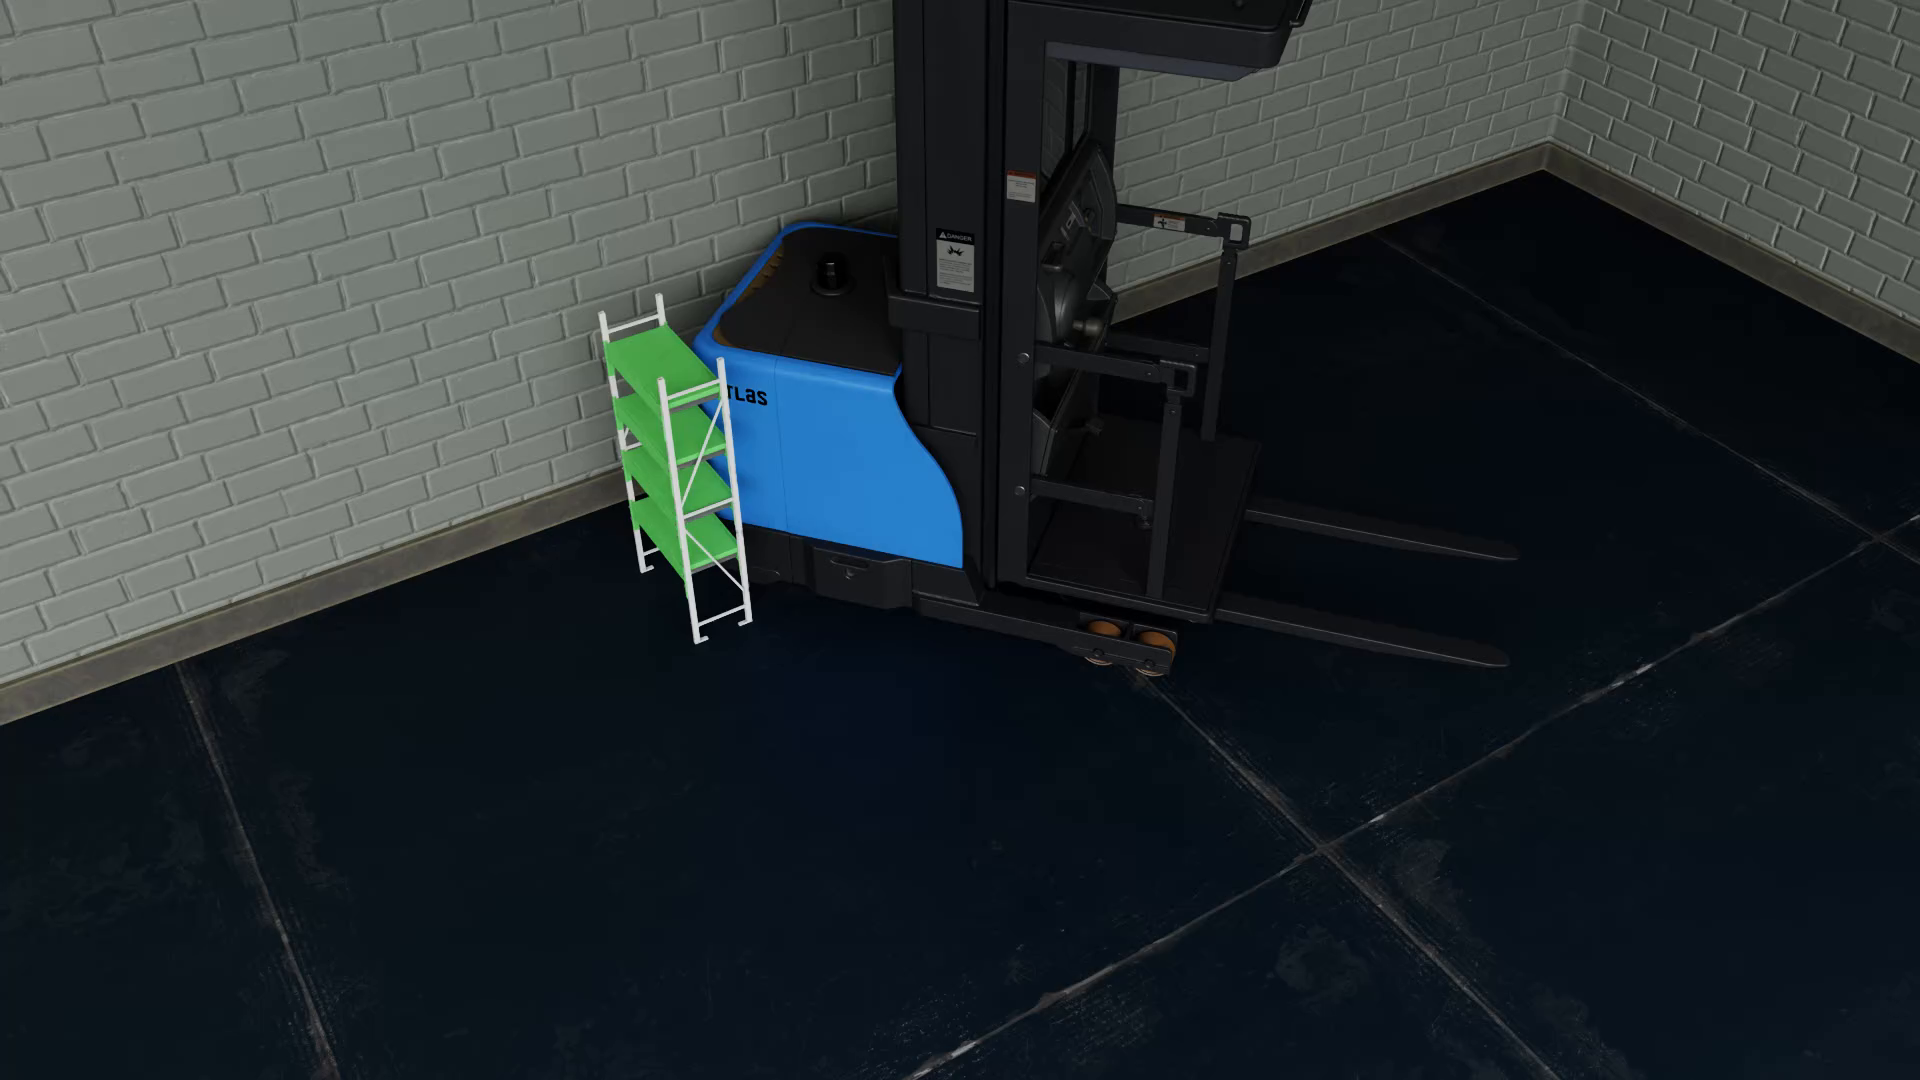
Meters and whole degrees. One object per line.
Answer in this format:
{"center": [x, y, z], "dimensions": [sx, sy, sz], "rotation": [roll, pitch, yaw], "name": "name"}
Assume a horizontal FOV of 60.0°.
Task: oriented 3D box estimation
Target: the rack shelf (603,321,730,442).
{"center": [-1.033, -0.564, 5.839], "dimensions": [0.258, 0.148, 0.480], "rotation": [-22, 45, -25], "name": "rack shelf"}

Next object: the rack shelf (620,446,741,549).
{"center": [-1.033, -0.195, 6.146], "dimensions": [0.258, 0.148, 0.480], "rotation": [-22, 45, -25], "name": "rack shelf"}

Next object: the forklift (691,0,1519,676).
{"center": [0.593, -1.006, 5.668], "dimensions": [3.031, 2.935, 1.130], "rotation": [11, 41, 13], "name": "forklift"}

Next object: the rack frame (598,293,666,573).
{"center": [-1.165, -0.375, 6.263], "dimensions": [0.240, 1.200, 0.015], "rotation": [-22, 45, -25], "name": "rack frame"}

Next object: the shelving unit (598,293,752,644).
{"center": [-1.033, -0.244, 6.105], "dimensions": [0.258, 1.200, 0.503], "rotation": [-22, 45, -25], "name": "shelving unit"}

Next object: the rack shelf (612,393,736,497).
{"center": [-1.033, -0.379, 5.993], "dimensions": [0.258, 0.148, 0.480], "rotation": [-22, 45, -25], "name": "rack shelf"}

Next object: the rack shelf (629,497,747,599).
{"center": [-1.033, -0.010, 6.300], "dimensions": [0.258, 0.148, 0.480], "rotation": [-22, 45, -25], "name": "rack shelf"}

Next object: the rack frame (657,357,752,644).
{"center": [-0.901, -0.113, 5.948], "dimensions": [0.240, 1.200, 0.015], "rotation": [-22, 45, -25], "name": "rack frame"}
